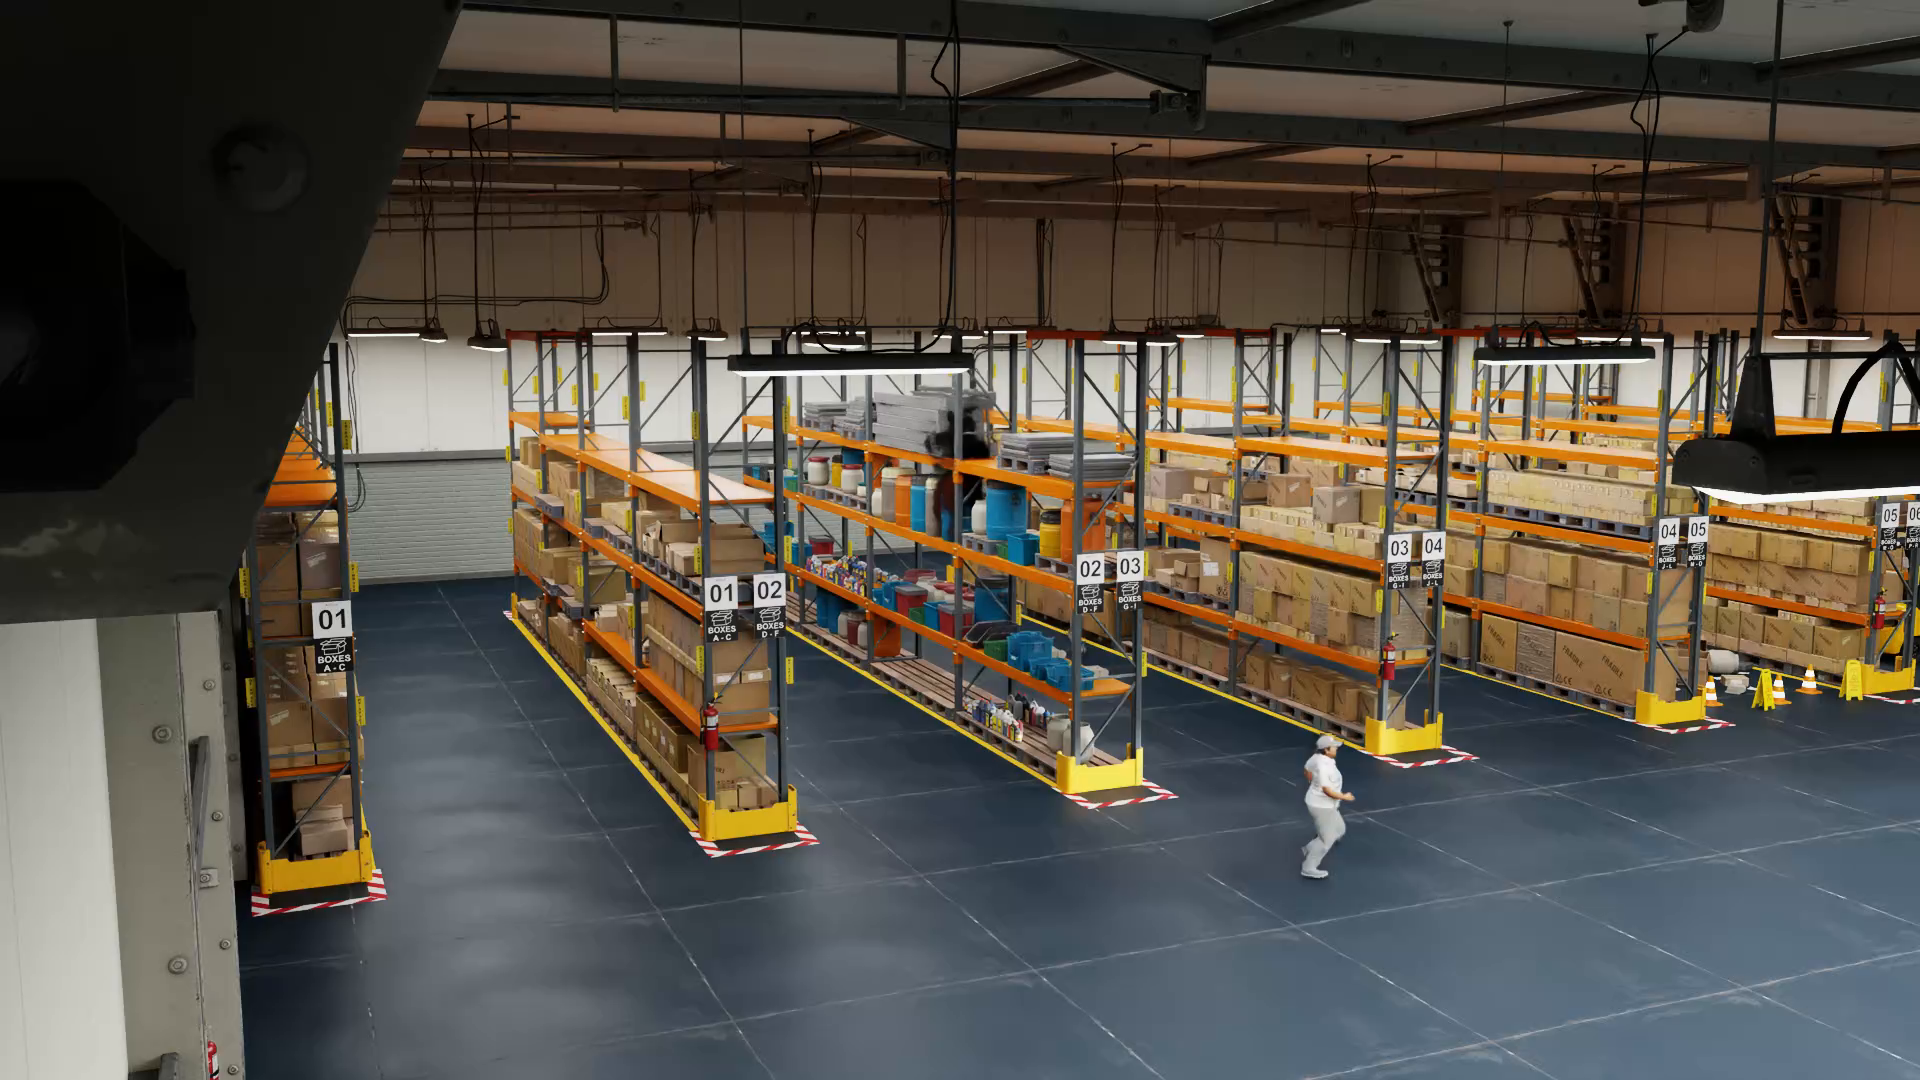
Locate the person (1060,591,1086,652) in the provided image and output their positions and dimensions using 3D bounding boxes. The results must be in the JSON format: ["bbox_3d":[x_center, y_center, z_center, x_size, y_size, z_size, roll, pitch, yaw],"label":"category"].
[{"bbox_3d":[2.181,1.073,30.443,0.687,1.849,0.773,-4,9,-29],"label":"person"}]

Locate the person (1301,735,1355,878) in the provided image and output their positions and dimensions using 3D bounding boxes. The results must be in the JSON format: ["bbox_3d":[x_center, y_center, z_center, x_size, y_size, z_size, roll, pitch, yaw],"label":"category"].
[{"bbox_3d":[4.139,2.981,18.710,0.569,1.618,0.646,1,8,5],"label":"person"}]
